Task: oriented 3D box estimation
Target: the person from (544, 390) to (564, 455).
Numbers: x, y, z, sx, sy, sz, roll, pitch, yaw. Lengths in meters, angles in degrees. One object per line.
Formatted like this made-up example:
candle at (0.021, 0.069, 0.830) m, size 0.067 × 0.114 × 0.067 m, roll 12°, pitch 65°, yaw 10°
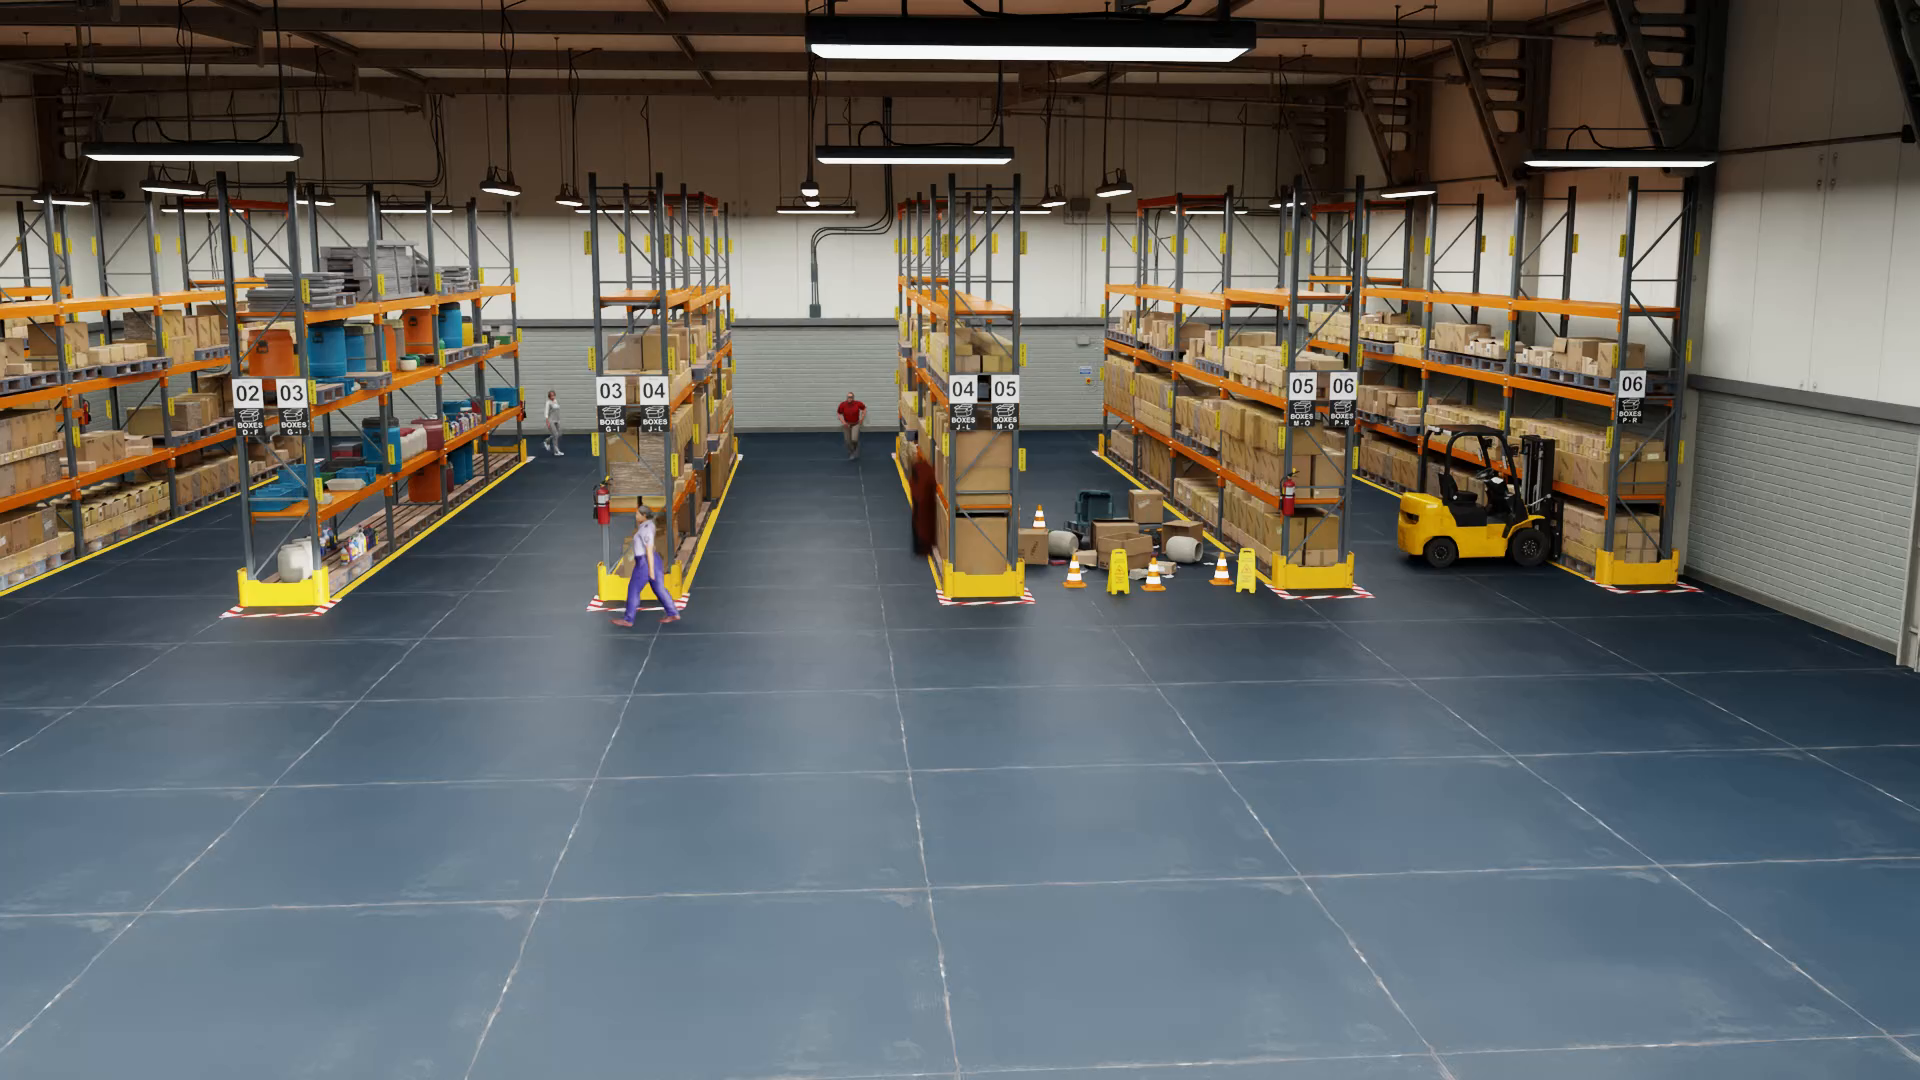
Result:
person at (-9.868, -2.834, 40.132) m, size 0.641 × 1.575 × 0.447 m, roll 4°, pitch 11°, yaw 23°

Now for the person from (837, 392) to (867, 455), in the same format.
person at (-2.562, -2.741, 39.243) m, size 0.676 × 1.521 × 0.532 m, roll 1°, pitch 10°, yaw 6°

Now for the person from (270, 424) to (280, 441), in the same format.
person at (-16.763, -3.070, 40.959) m, size 0.932 × 1.750 × 0.556 m, roll 7°, pitch 12°, yaw 33°

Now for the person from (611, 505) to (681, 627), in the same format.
person at (-4.198, 0.337, 22.150) m, size 0.855 × 1.619 × 0.510 m, roll 1°, pitch 10°, yaw 7°
